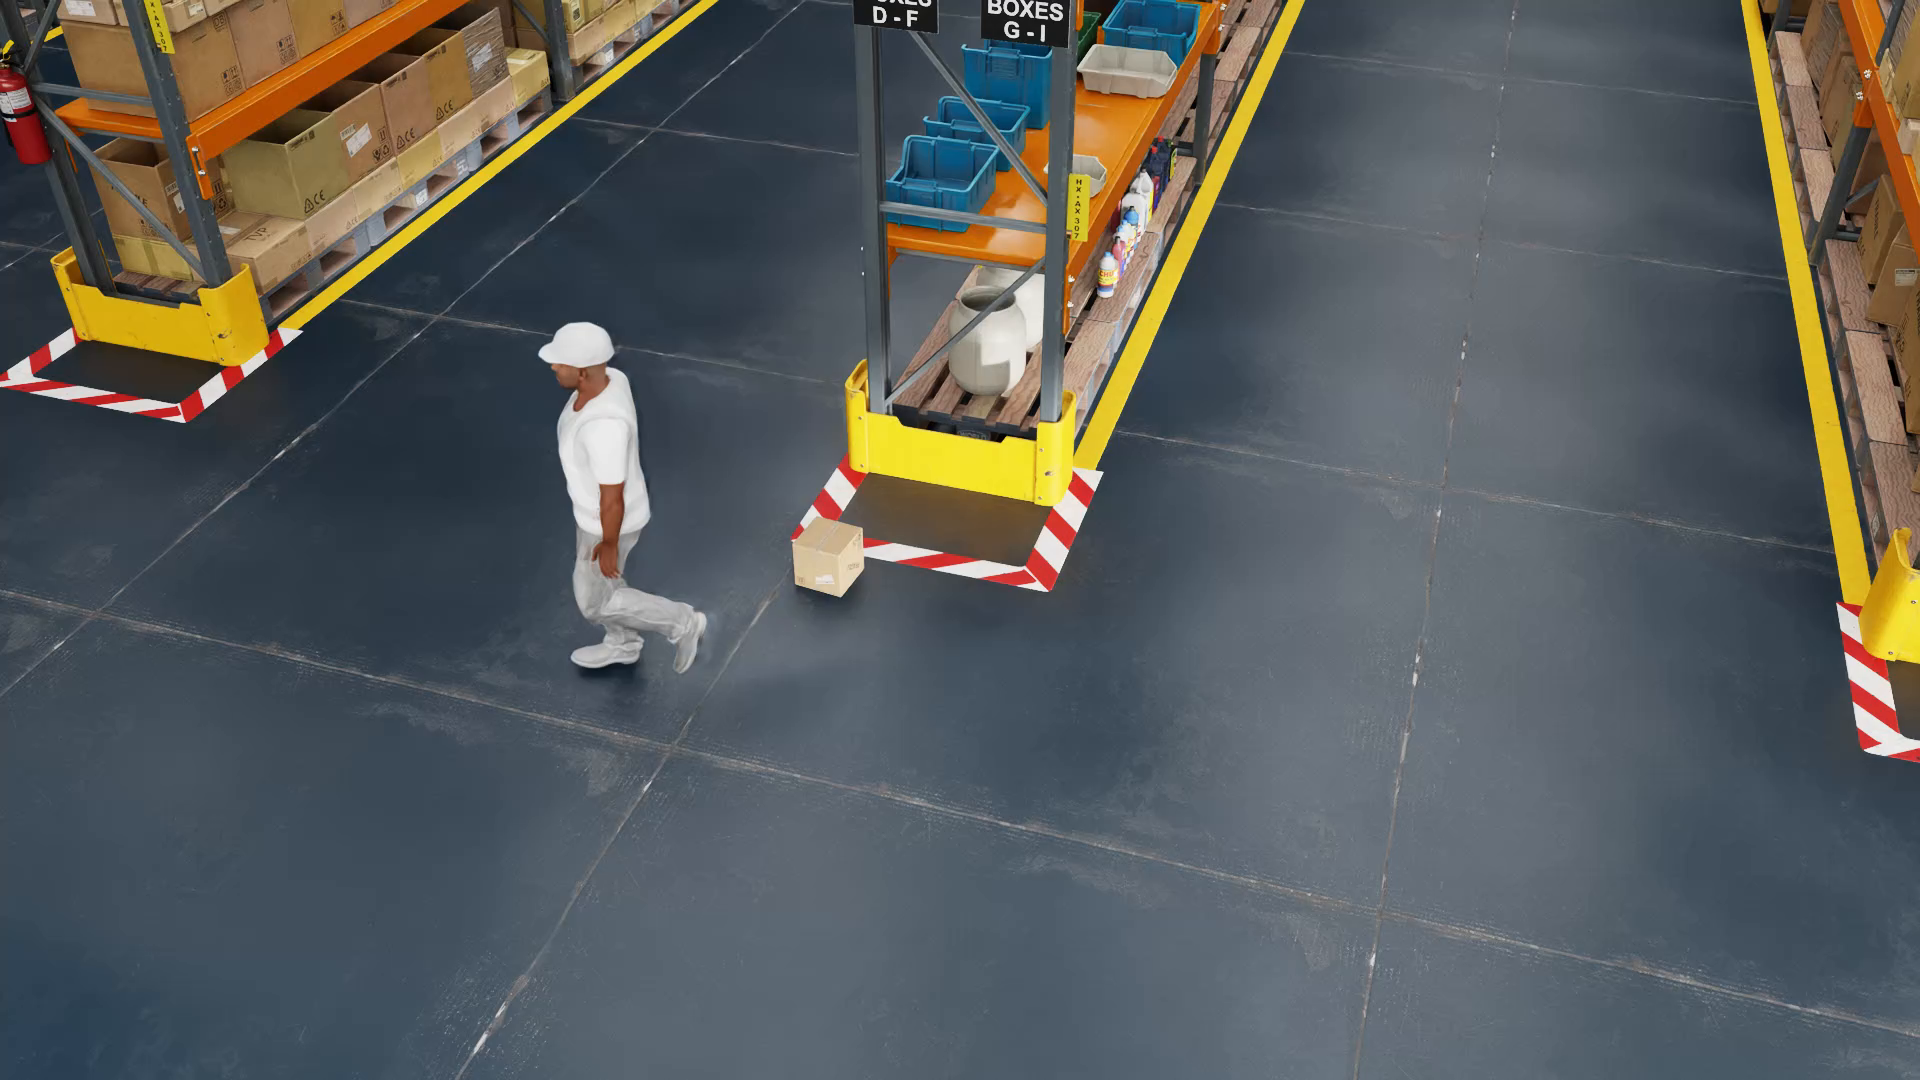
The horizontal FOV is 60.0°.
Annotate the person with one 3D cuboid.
[{"bbox_3d":[-1.444,-0.135,7.017,0.614,1.753,0.579,-8,38,-11],"label":"person"}]
